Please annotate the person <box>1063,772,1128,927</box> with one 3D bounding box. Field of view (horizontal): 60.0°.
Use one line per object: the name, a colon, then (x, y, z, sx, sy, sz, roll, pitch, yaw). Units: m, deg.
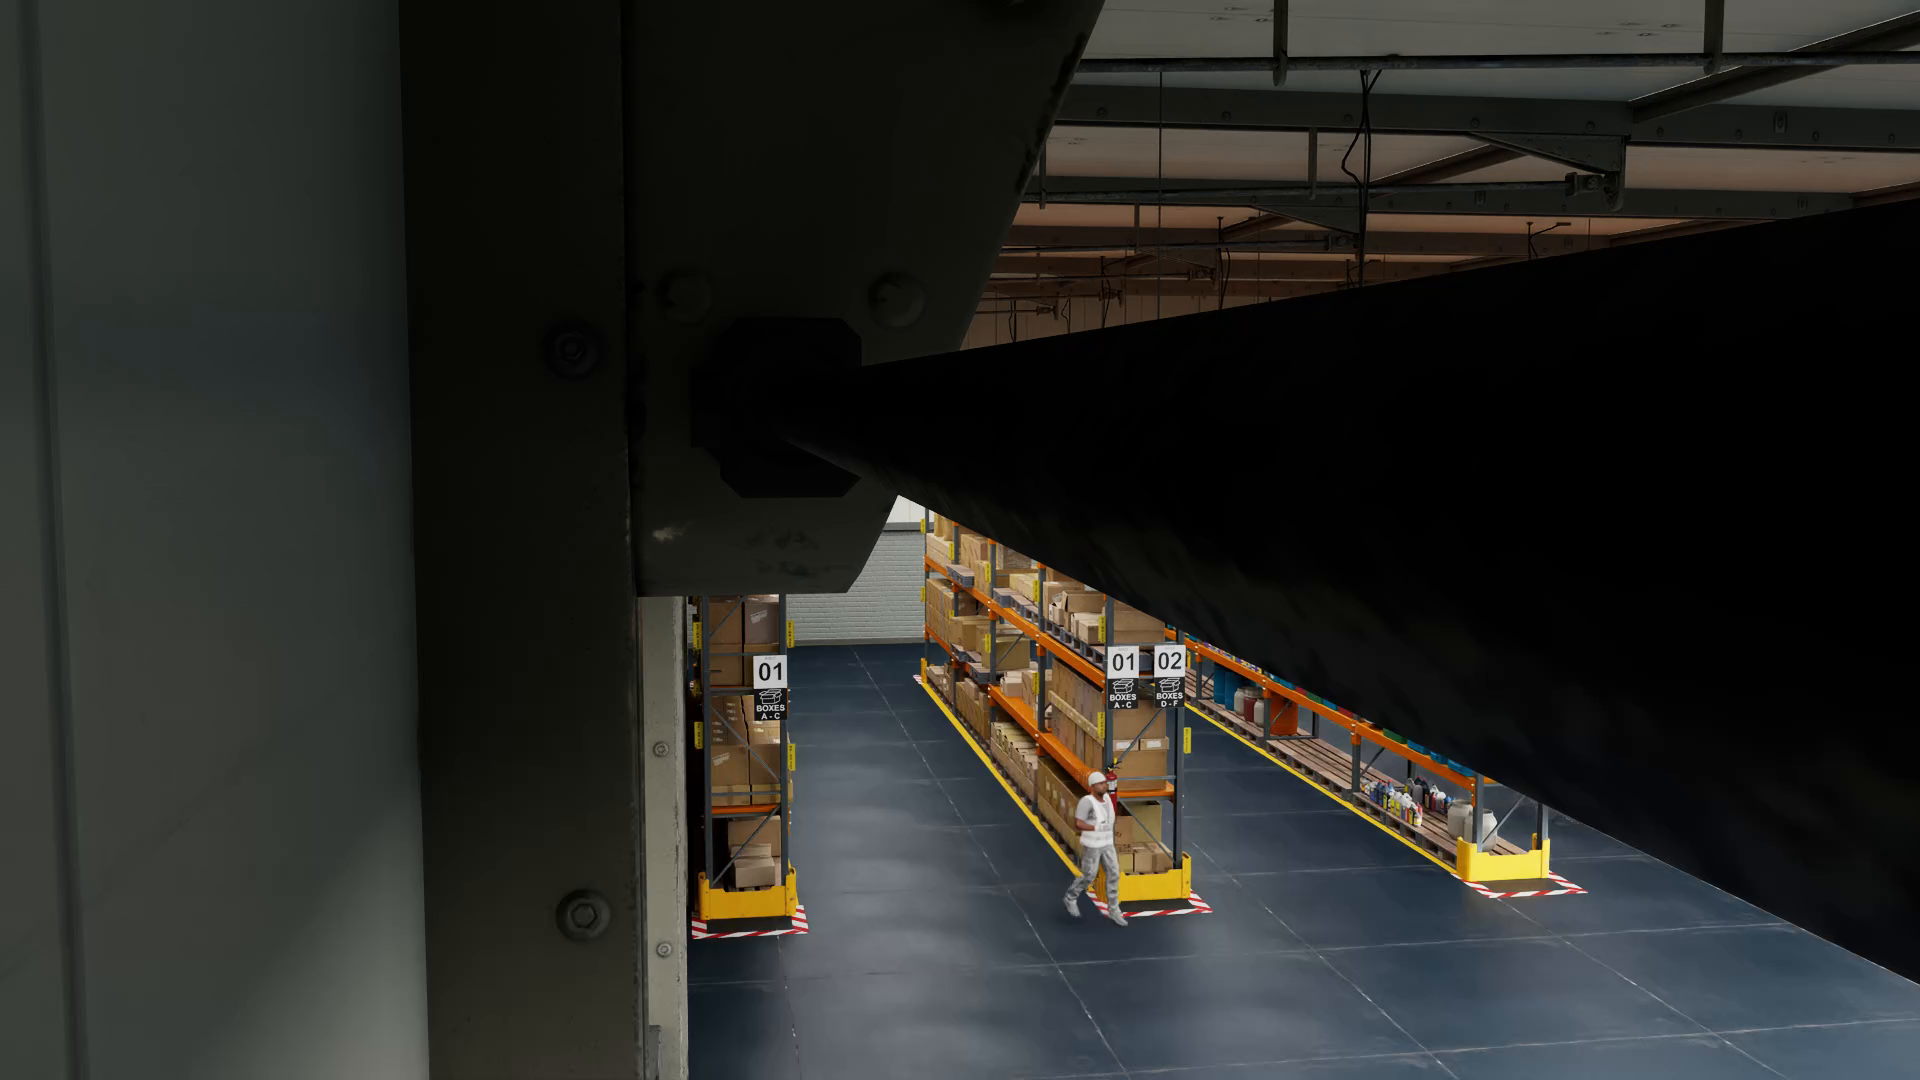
person: (1.635, 3.674, 19.907, 0.682, 1.809, 0.869, -5, 7, -45)
